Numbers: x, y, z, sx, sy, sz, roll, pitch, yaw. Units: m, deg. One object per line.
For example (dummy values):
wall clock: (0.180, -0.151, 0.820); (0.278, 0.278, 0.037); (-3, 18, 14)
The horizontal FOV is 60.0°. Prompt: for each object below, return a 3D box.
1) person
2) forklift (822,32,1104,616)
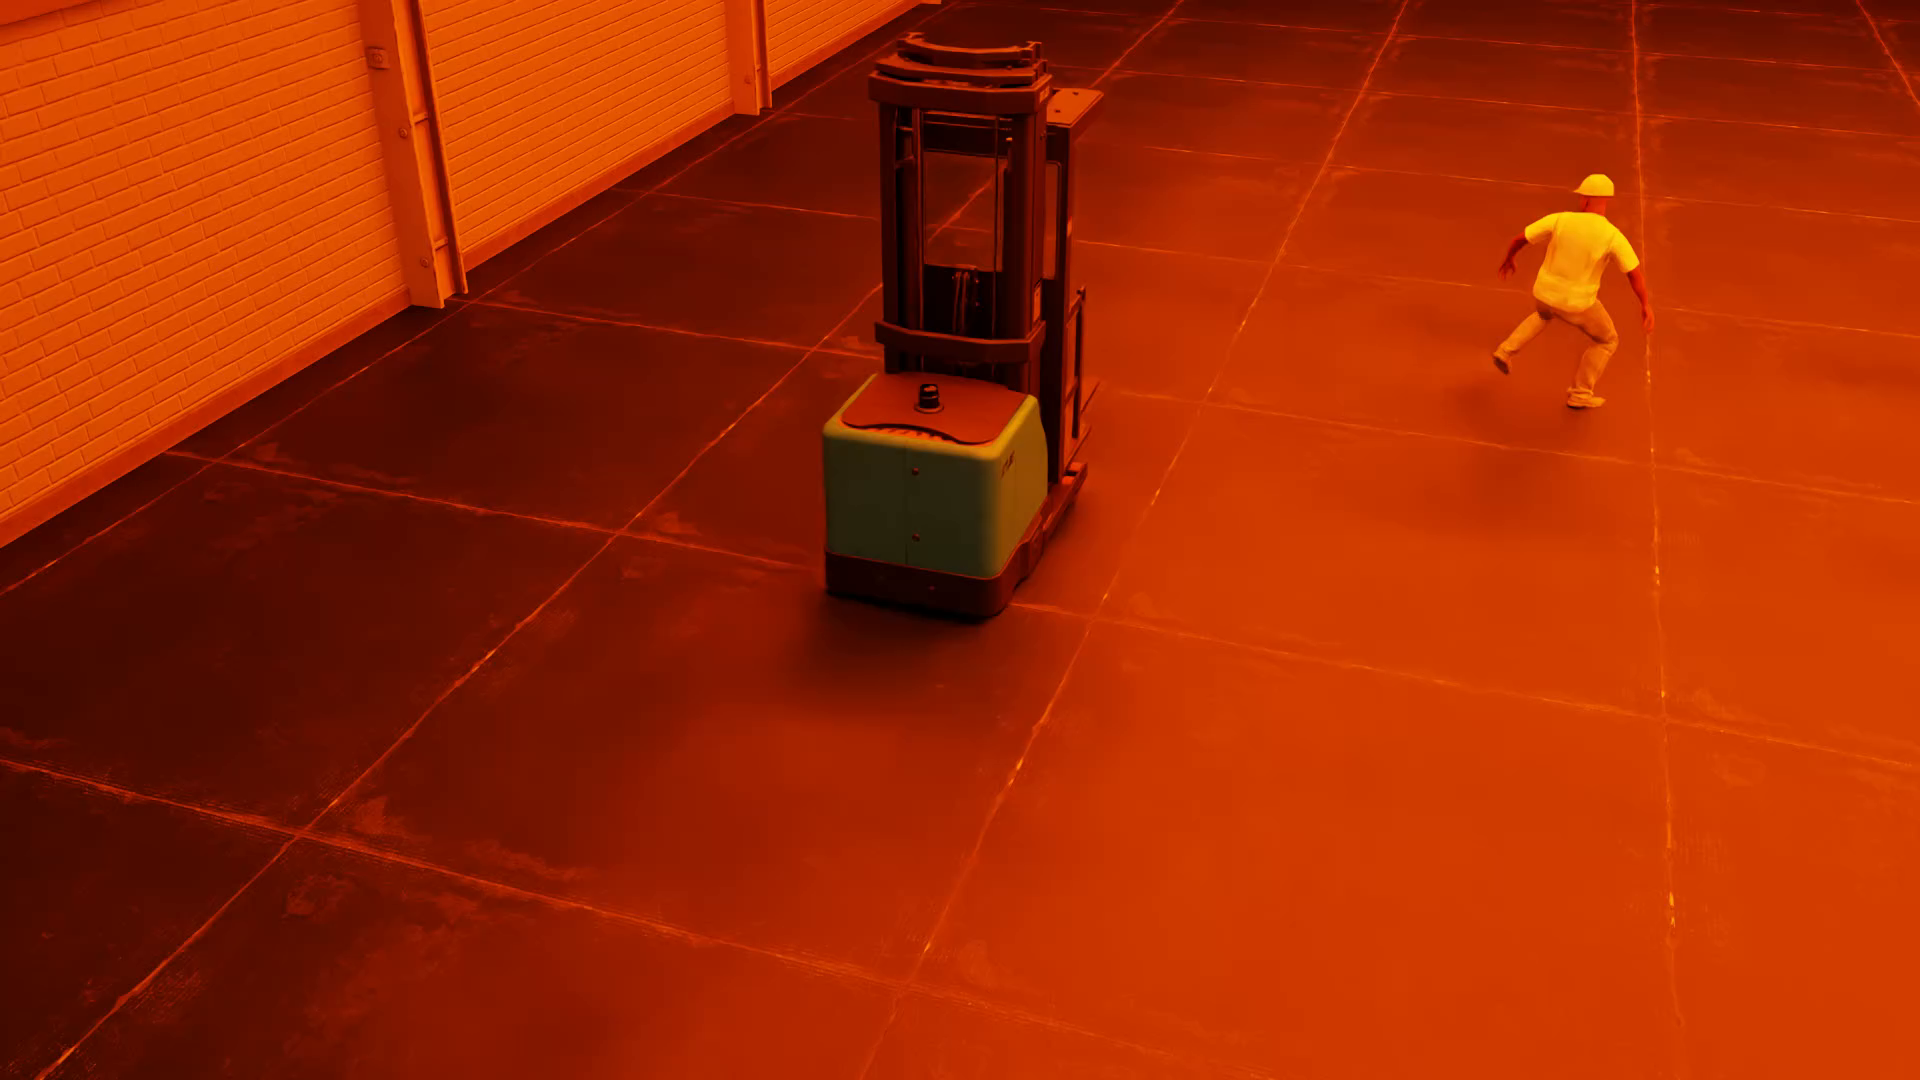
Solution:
person: (4.263, -1.722, 11.505); (0.506, 1.638, 1.085); (-23, 37, -35)
forklift: (0.180, -1.568, 9.887); (1.130, 2.935, 3.031); (9, 31, 16)
